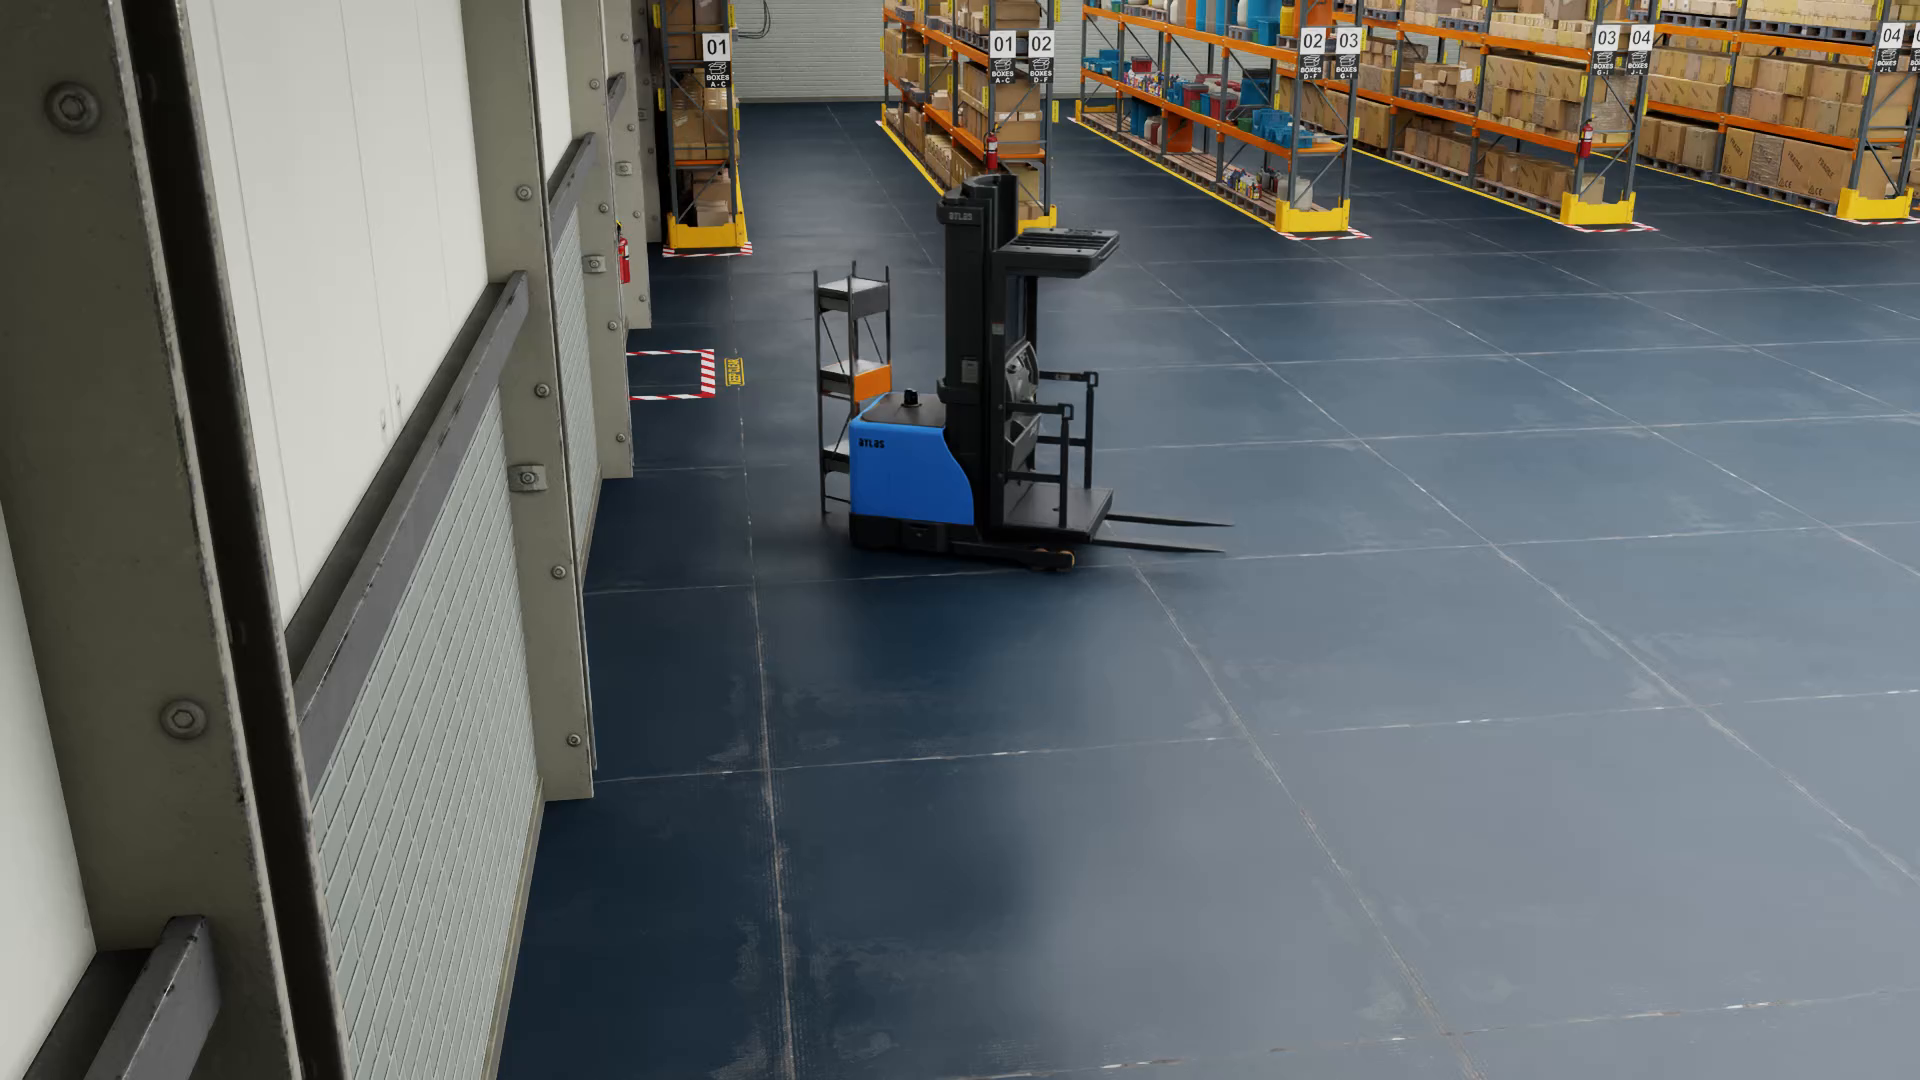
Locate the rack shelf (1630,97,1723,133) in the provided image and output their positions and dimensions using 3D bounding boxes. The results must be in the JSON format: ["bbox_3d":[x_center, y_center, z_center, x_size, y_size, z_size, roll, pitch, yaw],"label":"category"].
[{"bbox_3d":[14.803,-8.702,33.757,1.077,0.370,4.000,-3,21,-8],"label":"rack shelf"}]

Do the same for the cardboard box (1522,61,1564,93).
[{"bbox_3d":[10.210,-8.099,29.116,0.500,0.500,0.500,-3,21,-8],"label":"cardboard box"}]

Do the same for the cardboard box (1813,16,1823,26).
[{"bbox_3d":[15.102,-9.031,28.937,0.380,0.149,0.250,-3,21,-7],"label":"cardboard box"}]

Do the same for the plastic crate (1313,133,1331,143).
[{"bbox_3d":[6.033,-6.699,27.743,0.298,0.136,0.250,-3,21,-8],"label":"plastic crate"}]

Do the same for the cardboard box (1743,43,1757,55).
[{"bbox_3d":[18.702,-11.575,38.848,0.500,0.500,0.500,-3,21,-8],"label":"cardboard box"}]

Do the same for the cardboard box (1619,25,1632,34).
[{"bbox_3d":[10.934,-8.375,27.211,0.380,0.149,0.250,-3,21,-8],"label":"cardboard box"}]

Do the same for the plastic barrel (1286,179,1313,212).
[{"bbox_3d":[5.673,-5.752,27.786,0.421,0.512,0.421,0,20,0],"label":"plastic barrel"}]

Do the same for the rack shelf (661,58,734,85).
[{"bbox_3d":[-4.248,-7.758,26.941,1.077,0.370,4.000,-3,21,-8],"label":"rack shelf"}]

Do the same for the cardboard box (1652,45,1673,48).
[{"bbox_3d":[14.570,-10.091,34.875,0.700,0.500,0.500,-3,21,-8],"label":"cardboard box"}]

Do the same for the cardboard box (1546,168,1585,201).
[{"bbox_3d":[10.552,-6.195,28.987,0.500,0.500,0.500,2,21,6],"label":"cardboard box"}]

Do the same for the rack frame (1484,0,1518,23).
[{"bbox_3d":[10.169,-10.942,30.151,1.000,3.000,0.127,-3,21,-8],"label":"rack frame"}]

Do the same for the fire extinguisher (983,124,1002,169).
[{"bbox_3d":[0.499,-6.148,26.000,0.296,0.674,0.183,-3,21,-8],"label":"fire extinguisher"}]

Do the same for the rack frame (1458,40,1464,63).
[{"bbox_3d":[13.361,-12.502,42.901,1.000,3.000,0.127,-3,21,-8],"label":"rack frame"}]

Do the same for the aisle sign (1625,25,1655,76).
[{"bbox_3d":[11.051,-7.958,27.021,0.394,0.787,0.004,-3,21,-8],"label":"aisle sign"}]

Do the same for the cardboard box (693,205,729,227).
[{"bbox_3d":[-3.970,-5.188,26.533,0.500,0.311,0.500,-5,21,-14],"label":"cardboard box"}]

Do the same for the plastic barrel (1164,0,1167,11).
[{"bbox_3d":[4.391,-11.168,34.640,0.301,0.262,0.301,0,20,0],"label":"plastic barrel"}]

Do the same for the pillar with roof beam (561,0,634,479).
[{"bbox_3d":[1.073,-5.069,14.426,9.100,9.000,0.400,-3,21,-8],"label":"pillar with roof beam"}]

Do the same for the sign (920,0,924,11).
[{"bbox_3d":[-0.749,-10.639,32.888,0.100,0.325,0.005,-3,21,-8],"label":"sign"}]

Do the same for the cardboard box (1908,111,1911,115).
[{"bbox_3d":[23.872,-10.831,41.670,0.500,0.311,0.500,-2,21,-6],"label":"cardboard box"}]

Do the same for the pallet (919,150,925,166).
[{"bbox_3d":[-0.282,-7.972,34.760,1.003,0.211,1.213,-3,21,-8],"label":"pallet"}]

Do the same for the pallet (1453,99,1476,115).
[{"bbox_3d":[10.202,-8.314,31.963,1.003,0.211,1.213,-3,21,-8],"label":"pallet"}]

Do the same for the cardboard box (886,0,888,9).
[{"bbox_3d":[-1.483,-12.759,39.516,0.500,0.250,0.500,-3,21,-8],"label":"cardboard box"}]

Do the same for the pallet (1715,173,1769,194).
[{"bbox_3d":[15.124,-6.773,31.549,1.003,0.211,1.213,-3,21,-8],"label":"pallet"}]

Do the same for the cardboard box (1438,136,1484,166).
[{"bbox_3d":[9.970,-7.740,33.097,0.700,0.500,0.500,-5,21,-12],"label":"cardboard box"}]

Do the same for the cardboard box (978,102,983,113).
[{"bbox_3d":[0.510,-7.170,27.556,0.380,0.149,0.250,-2,21,-6],"label":"cardboard box"}]

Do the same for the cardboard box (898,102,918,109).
[{"bbox_3d":[-1.064,-10.090,39.383,0.797,0.503,0.637,-3,21,-8],"label":"cardboard box"}]

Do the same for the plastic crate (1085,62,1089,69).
[{"bbox_3d":[3.212,-11.724,41.110,0.250,0.136,0.298,-3,21,-8],"label":"plastic crate"}]

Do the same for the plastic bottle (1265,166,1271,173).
[{"bbox_3d":[5.645,-6.639,30.360,0.144,0.351,0.185,-3,21,-9],"label":"plastic bottle"}]

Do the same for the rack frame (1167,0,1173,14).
[{"bbox_3d":[4.691,-12.077,33.190,1.000,3.000,0.127,-3,21,-8],"label":"rack frame"}]

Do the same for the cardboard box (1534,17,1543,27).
[{"bbox_3d":[10.207,-8.988,28.852,0.380,0.149,0.250,-2,21,-6],"label":"cardboard box"}]

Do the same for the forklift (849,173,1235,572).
[{"bbox_3d":[0.677,-1.328,13.084,3.031,2.935,1.130,5,21,14],"label":"forklift"}]

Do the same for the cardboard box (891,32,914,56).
[{"bbox_3d":[-1.337,-11.606,38.932,0.500,0.500,0.500,-3,21,-8],"label":"cardboard box"}]

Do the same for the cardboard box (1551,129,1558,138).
[{"bbox_3d":[10.357,-6.975,28.464,0.380,0.149,0.250,-3,21,-8],"label":"cardboard box"}]

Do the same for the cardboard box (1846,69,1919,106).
[{"bbox_3d":[15.653,-7.668,28.203,0.875,0.550,0.550,-3,21,-8],"label":"cardboard box"}]

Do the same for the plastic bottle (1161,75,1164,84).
[{"bbox_3d":[4.495,-10.157,36.809,0.097,0.271,0.097,0,20,0],"label":"plastic bottle"}]

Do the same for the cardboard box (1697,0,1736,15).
[{"bbox_3d":[14.696,-10.342,32.302,0.500,0.250,0.500,-3,21,-8],"label":"cardboard box"}]

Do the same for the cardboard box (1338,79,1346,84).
[{"bbox_3d":[8.908,-10.602,37.673,0.500,0.500,0.500,-3,21,-8],"label":"cardboard box"}]

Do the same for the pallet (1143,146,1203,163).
[{"bbox_3d":[4.536,-8.231,35.453,1.003,0.211,1.213,-3,21,-8],"label":"pallet"}]

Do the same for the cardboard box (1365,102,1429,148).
[{"bbox_3d":[9.513,-8.958,35.850,1.225,0.875,0.875,-4,21,-10],"label":"cardboard box"}]

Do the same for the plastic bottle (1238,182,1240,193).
[{"bbox_3d":[5.018,-6.312,29.700,0.097,0.201,0.097,0,20,0],"label":"plastic bottle"}]

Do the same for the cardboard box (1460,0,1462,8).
[{"bbox_3d":[10.049,-10.701,32.936,0.500,0.500,0.500,-3,21,-7],"label":"cardboard box"}]

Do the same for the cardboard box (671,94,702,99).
[{"bbox_3d":[-4.538,-7.147,27.679,0.500,0.500,0.500,-2,21,-6],"label":"cardboard box"}]

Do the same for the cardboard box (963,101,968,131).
[{"bbox_3d":[0.435,-7.527,29.439,0.700,0.500,0.500,-3,21,-9],"label":"cardboard box"}]

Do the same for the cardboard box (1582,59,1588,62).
[{"bbox_3d":[13.877,-10.506,36.467,0.380,0.149,0.250,-2,21,-6],"label":"cardboard box"}]

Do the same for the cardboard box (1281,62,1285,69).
[{"bbox_3d":[8.239,-11.852,41.520,0.380,0.149,0.250,-3,21,-9],"label":"cardboard box"}]

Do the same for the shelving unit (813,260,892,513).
[{"bbox_3d":[-0.891,-1.260,14.084,0.431,2.100,0.503,15,26,34],"label":"shelving unit"}]

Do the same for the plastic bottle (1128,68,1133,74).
[{"bbox_3d":[3.850,-10.476,37.549,0.144,0.351,0.185,-3,21,-8],"label":"plastic bottle"}]

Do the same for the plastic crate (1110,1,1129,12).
[{"bbox_3d":[3.667,-12.278,38.253,0.416,0.233,0.300,-3,21,-8],"label":"plastic crate"}]

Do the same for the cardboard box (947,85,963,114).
[{"bbox_3d":[0.047,-8.485,32.004,0.500,0.500,0.500,-4,21,-11],"label":"cardboard box"}]

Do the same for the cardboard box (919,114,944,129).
[{"bbox_3d":[-0.591,-8.736,34.691,0.500,0.250,0.500,-2,21,-6],"label":"cardboard box"}]

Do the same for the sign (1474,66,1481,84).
[{"bbox_3d":[9.620,-8.645,30.920,0.100,0.325,0.005,-3,21,-8],"label":"sign"}]

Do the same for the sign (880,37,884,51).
[{"bbox_3d":[-1.902,-12.166,40.766,0.100,0.325,0.005,-3,21,-8],"label":"sign"}]

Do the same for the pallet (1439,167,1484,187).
[{"bbox_3d":[10.055,-7.095,32.410,1.003,0.211,1.213,-3,21,-8],"label":"pallet"}]

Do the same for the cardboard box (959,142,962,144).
[{"bbox_3d":[0.259,-7.666,32.483,0.500,0.311,0.500,-3,21,-8],"label":"cardboard box"}]
